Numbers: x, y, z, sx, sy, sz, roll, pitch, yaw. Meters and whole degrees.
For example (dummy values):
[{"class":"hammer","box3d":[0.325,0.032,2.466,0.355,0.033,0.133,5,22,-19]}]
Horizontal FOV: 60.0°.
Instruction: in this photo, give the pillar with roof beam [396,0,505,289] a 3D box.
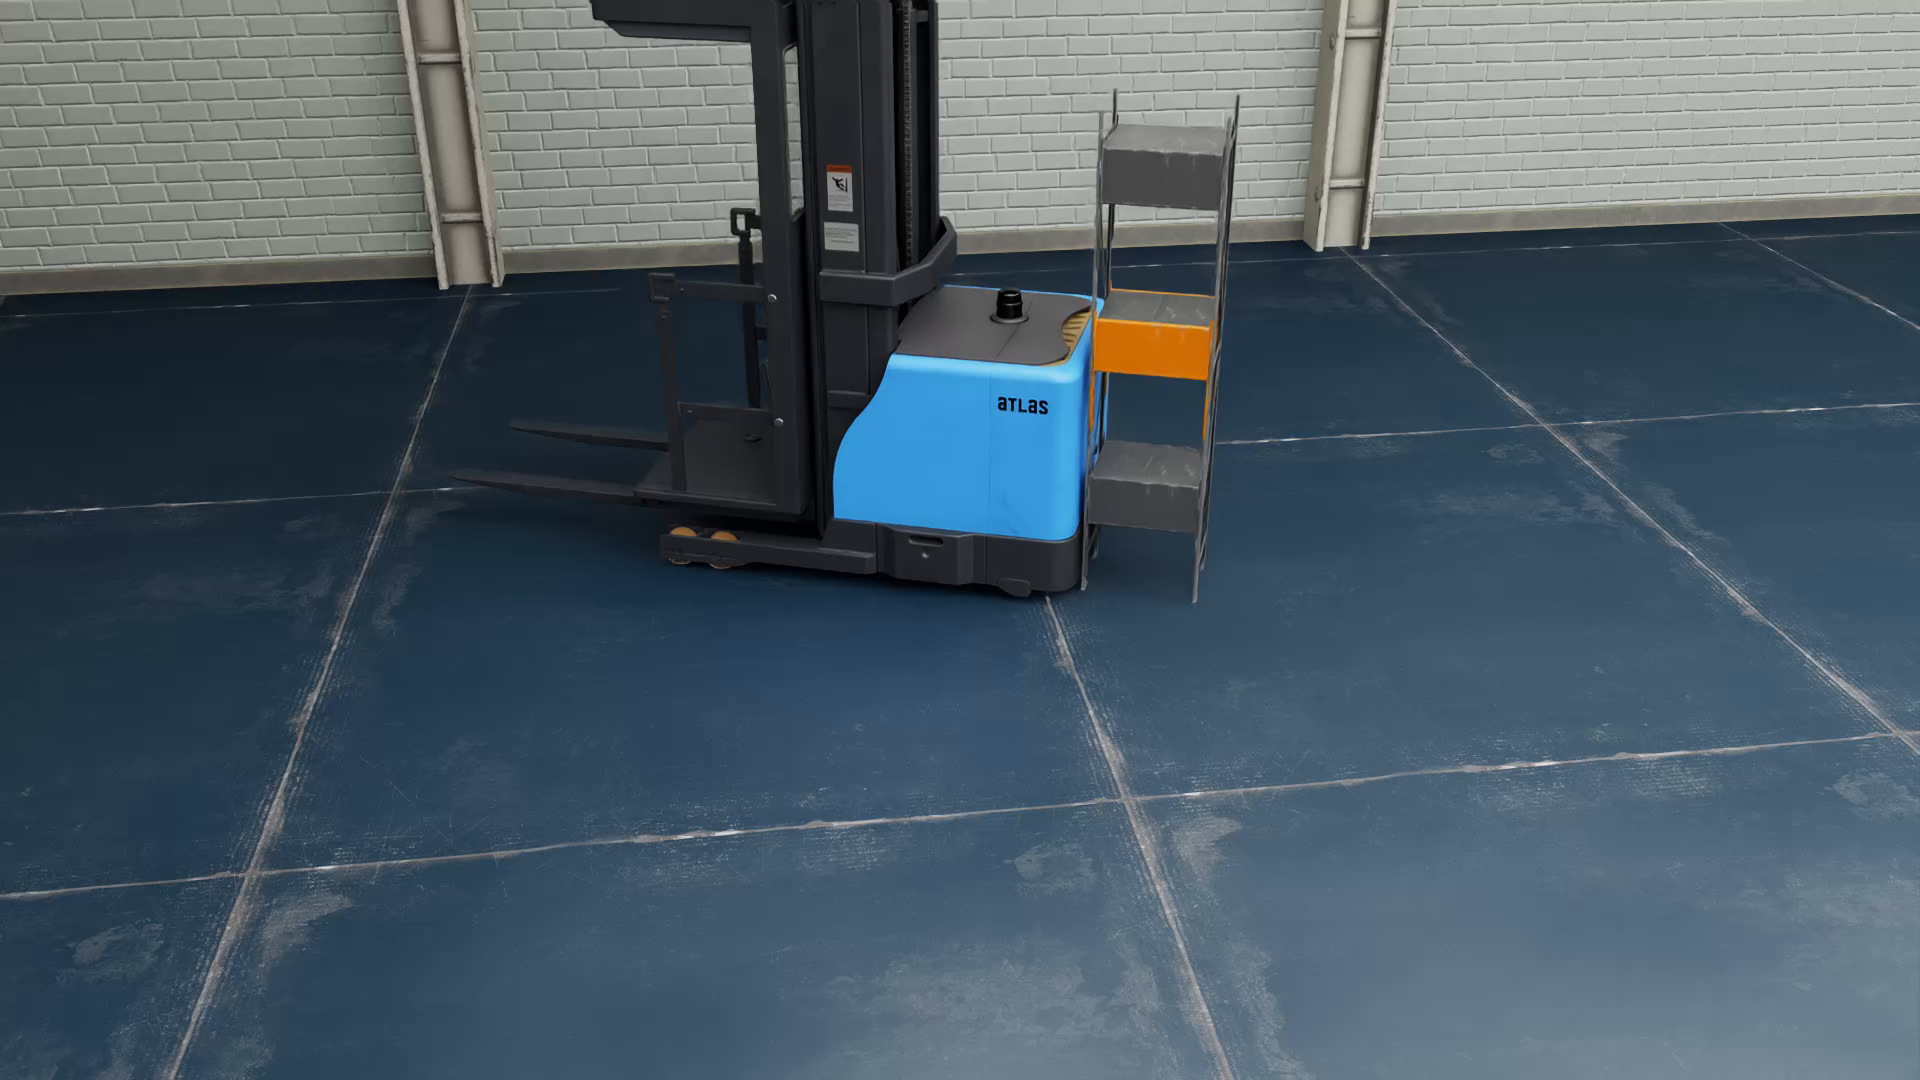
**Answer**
[{"class":"pillar with roof beam","box3d":[-2.663,-3.793,5.285,0.400,9.000,9.100,-4,27,-7]}]

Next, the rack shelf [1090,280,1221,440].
[{"class":"rack shelf","box3d":[0.822,-0.758,6.957,0.480,0.518,0.431,6,28,12]}]

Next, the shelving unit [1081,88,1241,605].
[{"class":"shelving unit","box3d":[0.822,-0.770,6.950,0.503,2.100,0.431,6,28,12]}]

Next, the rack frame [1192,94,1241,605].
[{"class":"rack frame","box3d":[1.059,-0.744,6.900,0.015,2.100,0.400,6,28,12]}]

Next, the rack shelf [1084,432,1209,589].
[{"class":"rack shelf","box3d":[0.822,-0.135,7.276,0.480,0.518,0.431,6,28,12]}]

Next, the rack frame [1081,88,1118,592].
[{"class":"rack frame","box3d":[0.585,-0.795,7.000,0.015,2.100,0.400,6,28,12]}]

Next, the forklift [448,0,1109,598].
[{"class":"forklift","box3d":[-0.873,-1.398,7.265,3.031,2.935,1.130,6,28,12]}]

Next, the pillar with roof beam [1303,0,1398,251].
[{"class":"pillar with roof beam","box3d":[3.279,-4.175,6.029,0.400,9.000,9.100,-4,27,-7]}]

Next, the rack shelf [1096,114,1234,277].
[{"class":"rack shelf","box3d":[0.822,-1.381,6.637,0.480,0.518,0.431,6,28,12]}]
